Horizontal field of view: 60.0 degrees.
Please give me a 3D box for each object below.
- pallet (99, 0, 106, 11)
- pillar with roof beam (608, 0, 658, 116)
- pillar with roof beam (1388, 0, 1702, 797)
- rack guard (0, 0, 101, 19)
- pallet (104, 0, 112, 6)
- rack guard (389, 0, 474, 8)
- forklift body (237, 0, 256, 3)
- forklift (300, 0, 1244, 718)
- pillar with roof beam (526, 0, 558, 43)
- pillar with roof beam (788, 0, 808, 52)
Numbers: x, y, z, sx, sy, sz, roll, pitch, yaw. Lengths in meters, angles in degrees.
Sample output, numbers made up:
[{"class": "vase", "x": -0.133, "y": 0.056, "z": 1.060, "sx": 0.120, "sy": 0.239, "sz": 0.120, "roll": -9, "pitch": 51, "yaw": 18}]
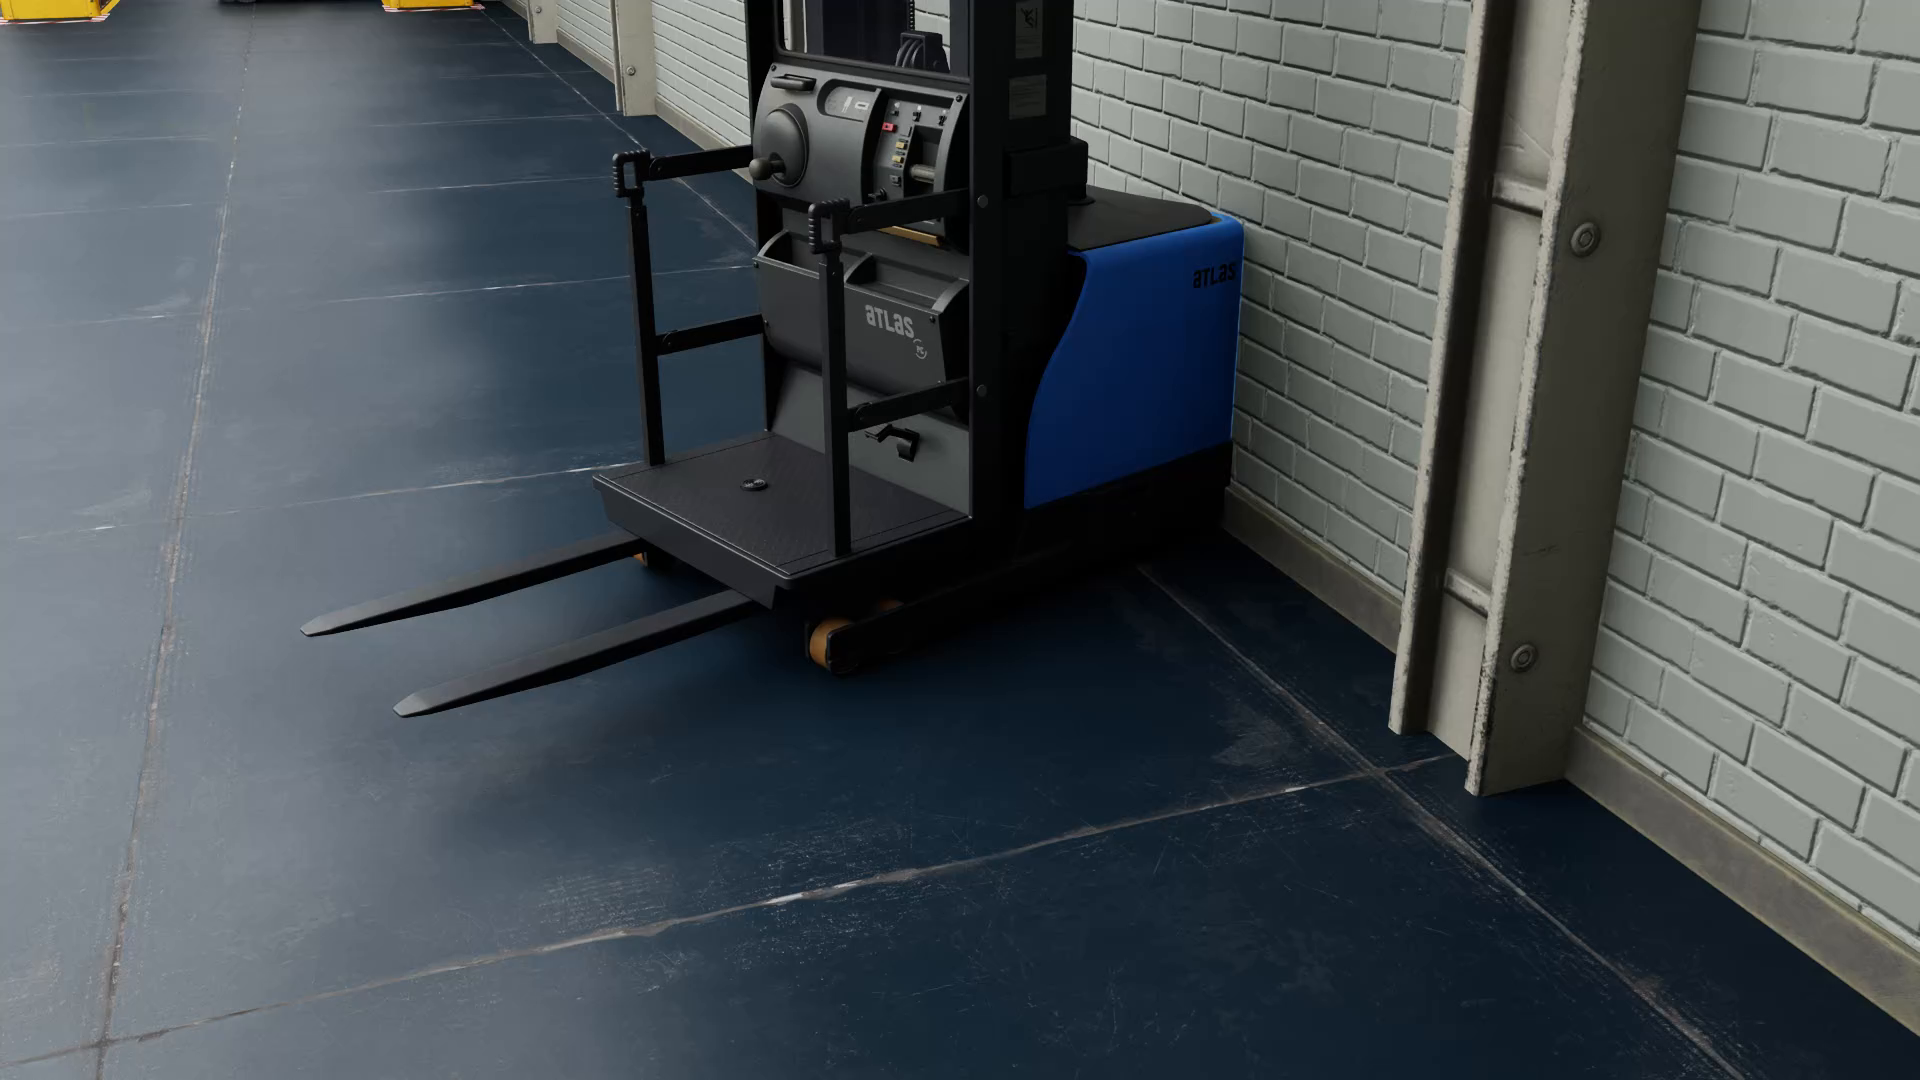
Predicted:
[{"class": "pallet", "x": -12.617, "y": -7.528, "z": 23.340, "sx": 1.003, "sy": 0.211, "sz": 1.213, "roll": -8, "pitch": 24, "yaw": -19}, {"class": "pillar with roof beam", "x": -6.885, "y": -7.358, "z": 11.622, "sx": 9.100, "sy": 9.000, "sz": 0.400, "roll": -8, "pitch": 24, "yaw": -19}, {"class": "pillar with roof beam", "x": -2.646, "y": -2.998, "z": 1.277, "sx": 9.100, "sy": 9.000, "sz": 0.400, "roll": -8, "pitch": 24, "yaw": -19}, {"class": "rack guard", "x": -12.364, "y": -7.361, "z": 22.572, "sx": 1.175, "sy": 0.500, "sz": 0.348, "roll": -8, "pitch": 24, "yaw": -19}, {"class": "pallet", "x": -13.045, "y": -7.971, "z": 24.390, "sx": 1.003, "sy": 0.211, "sz": 1.213, "roll": -8, "pitch": 24, "yaw": -19}, {"class": "rack guard", "x": -7.686, "y": -8.008, "z": 24.105, "sx": 1.175, "sy": 0.500, "sz": 0.348, "roll": -8, "pitch": 24, "yaw": -19}, {"class": "forklift body", "x": -10.071, "y": -9.216, "z": 24.846, "sx": 2.313, "sy": 2.155, "sz": 1.214, "roll": -8, "pitch": 24, "yaw": -19}, {"class": "forklift", "x": -0.469, "y": -1.191, "z": 4.802, "sx": 3.031, "sy": 2.935, "sz": 1.130, "roll": -19, "pitch": 29, "yaw": -37}, {"class": "pillar with roof beam", "x": -9.005, "y": -9.538, "z": 16.795, "sx": 9.100, "sy": 9.000, "sz": 0.400, "roll": -8, "pitch": 24, "yaw": -19}, {"class": "pillar with roof beam", "x": -4.766, "y": -5.178, "z": 6.450, "sx": 9.100, "sy": 9.000, "sz": 0.400, "roll": -8, "pitch": 24, "yaw": -19}]
